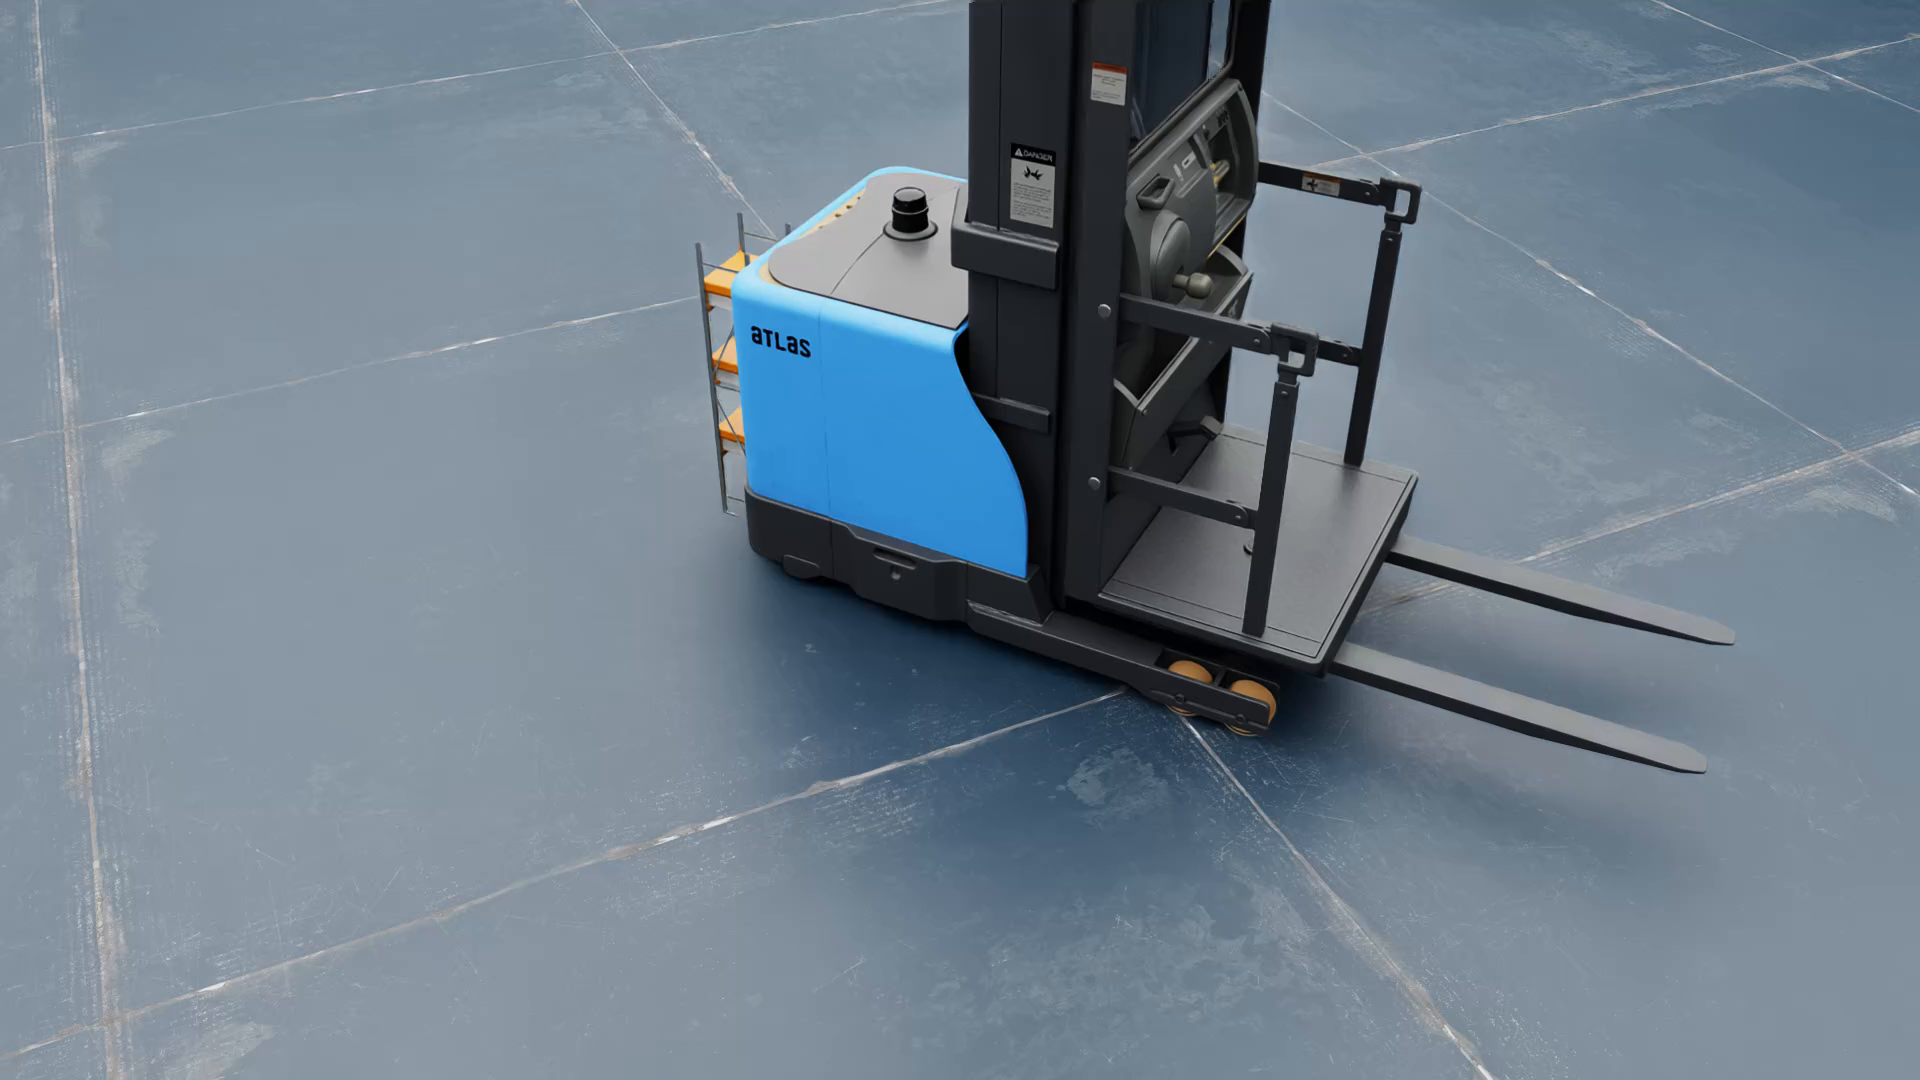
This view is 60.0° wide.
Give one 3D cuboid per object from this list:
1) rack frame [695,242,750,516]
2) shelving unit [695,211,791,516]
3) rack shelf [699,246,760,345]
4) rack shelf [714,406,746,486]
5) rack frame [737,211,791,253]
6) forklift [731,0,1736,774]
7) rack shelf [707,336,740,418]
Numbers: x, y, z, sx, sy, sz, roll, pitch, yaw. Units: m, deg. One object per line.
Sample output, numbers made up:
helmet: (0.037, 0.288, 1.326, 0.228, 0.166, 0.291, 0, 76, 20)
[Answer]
rack frame: (-0.747, -0.494, 5.535, 0.200, 1.050, 0.008, 17, 40, 21)
shelving unit: (-0.693, -0.559, 5.623, 0.215, 1.050, 0.252, 17, 40, 21)
rack shelf: (-0.693, -0.779, 5.460, 0.215, 0.259, 0.240, 17, 40, 21)
rack shelf: (-0.693, -0.328, 5.795, 0.215, 0.259, 0.240, 17, 40, 21)
rack frame: (-0.639, -0.624, 5.710, 0.200, 1.050, 0.008, 17, 40, 21)
forklift: (0.836, -0.955, 4.578, 3.031, 2.935, 1.130, 17, 40, 22)
rack shelf: (-0.693, -0.551, 5.629, 0.215, 0.259, 0.240, 17, 40, 21)
